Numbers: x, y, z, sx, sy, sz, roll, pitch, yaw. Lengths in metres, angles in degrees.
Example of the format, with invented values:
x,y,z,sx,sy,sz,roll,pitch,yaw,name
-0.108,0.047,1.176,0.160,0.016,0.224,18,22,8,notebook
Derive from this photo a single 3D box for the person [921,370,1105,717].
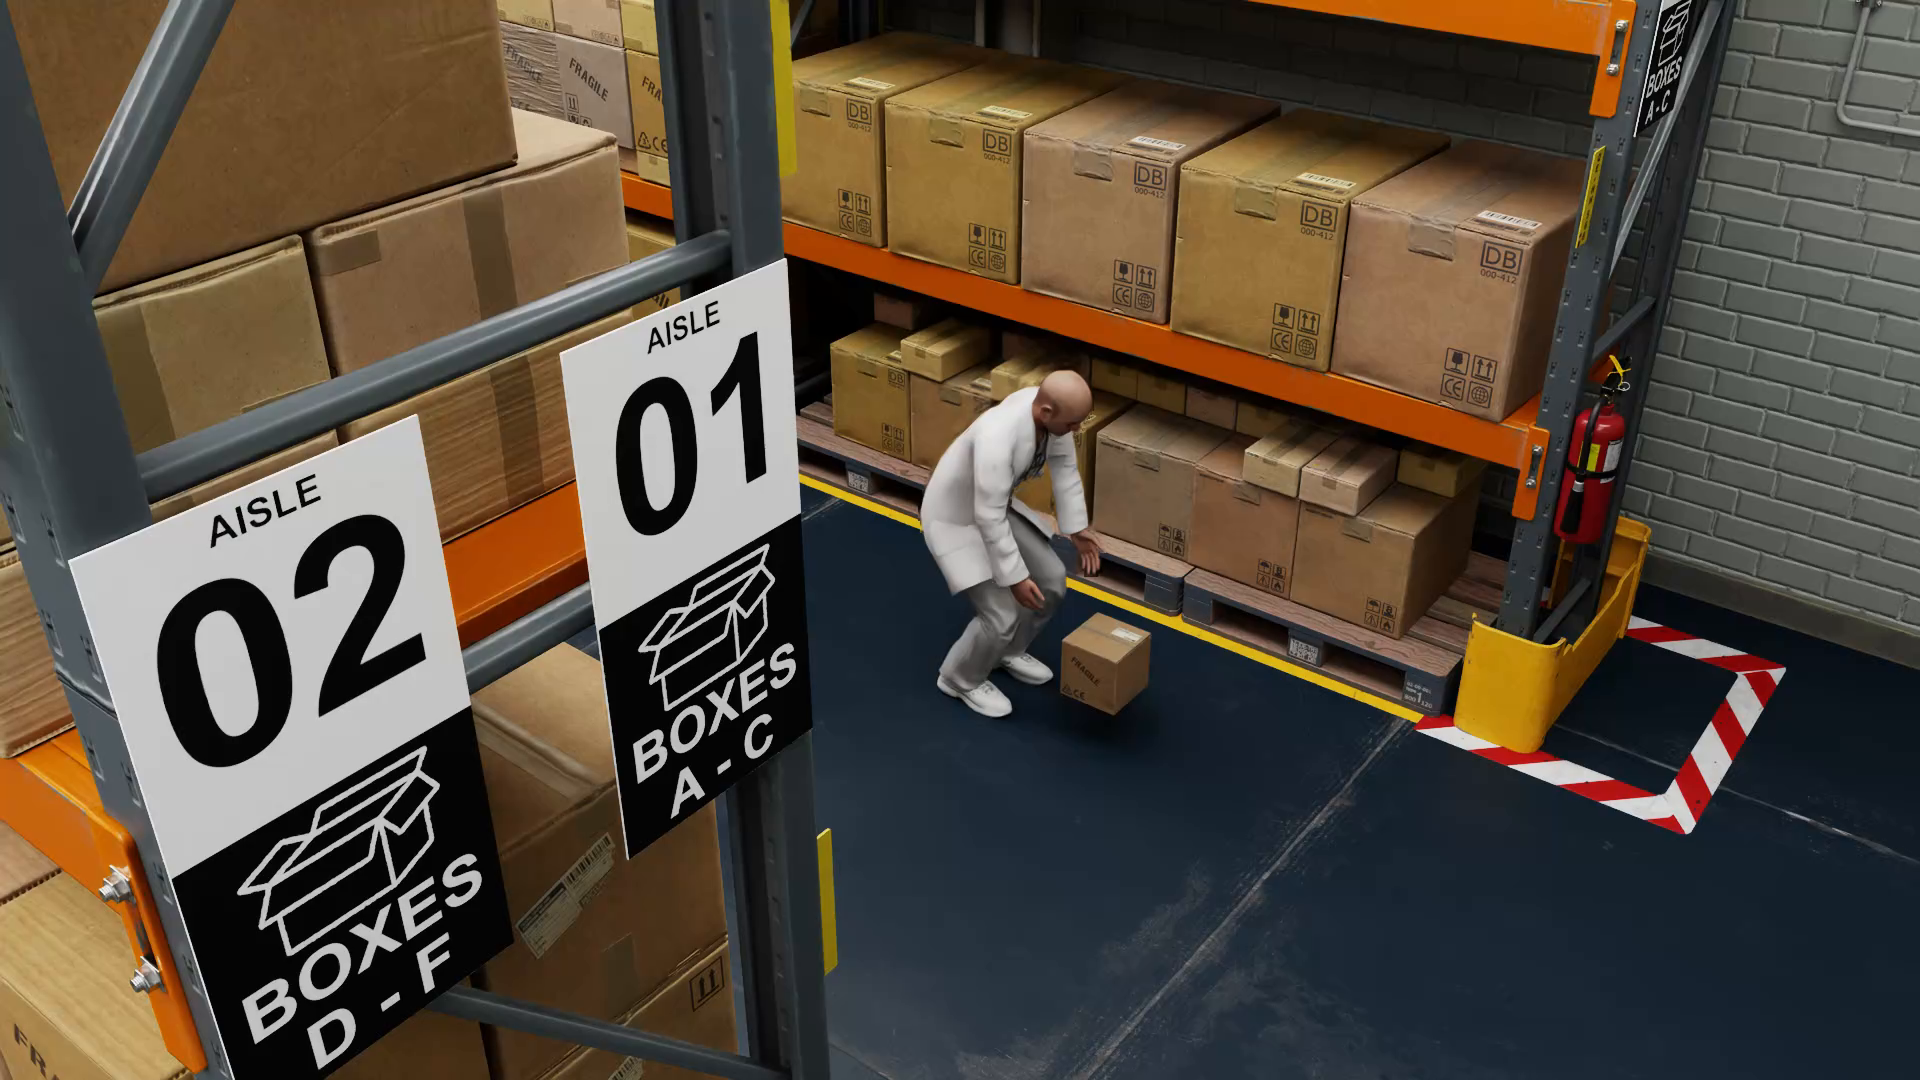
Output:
x,y,z,sx,sy,sz,roll,pitch,yaw,name
0.190,-0.009,6.528,0.680,1.411,0.631,21,36,31,person
